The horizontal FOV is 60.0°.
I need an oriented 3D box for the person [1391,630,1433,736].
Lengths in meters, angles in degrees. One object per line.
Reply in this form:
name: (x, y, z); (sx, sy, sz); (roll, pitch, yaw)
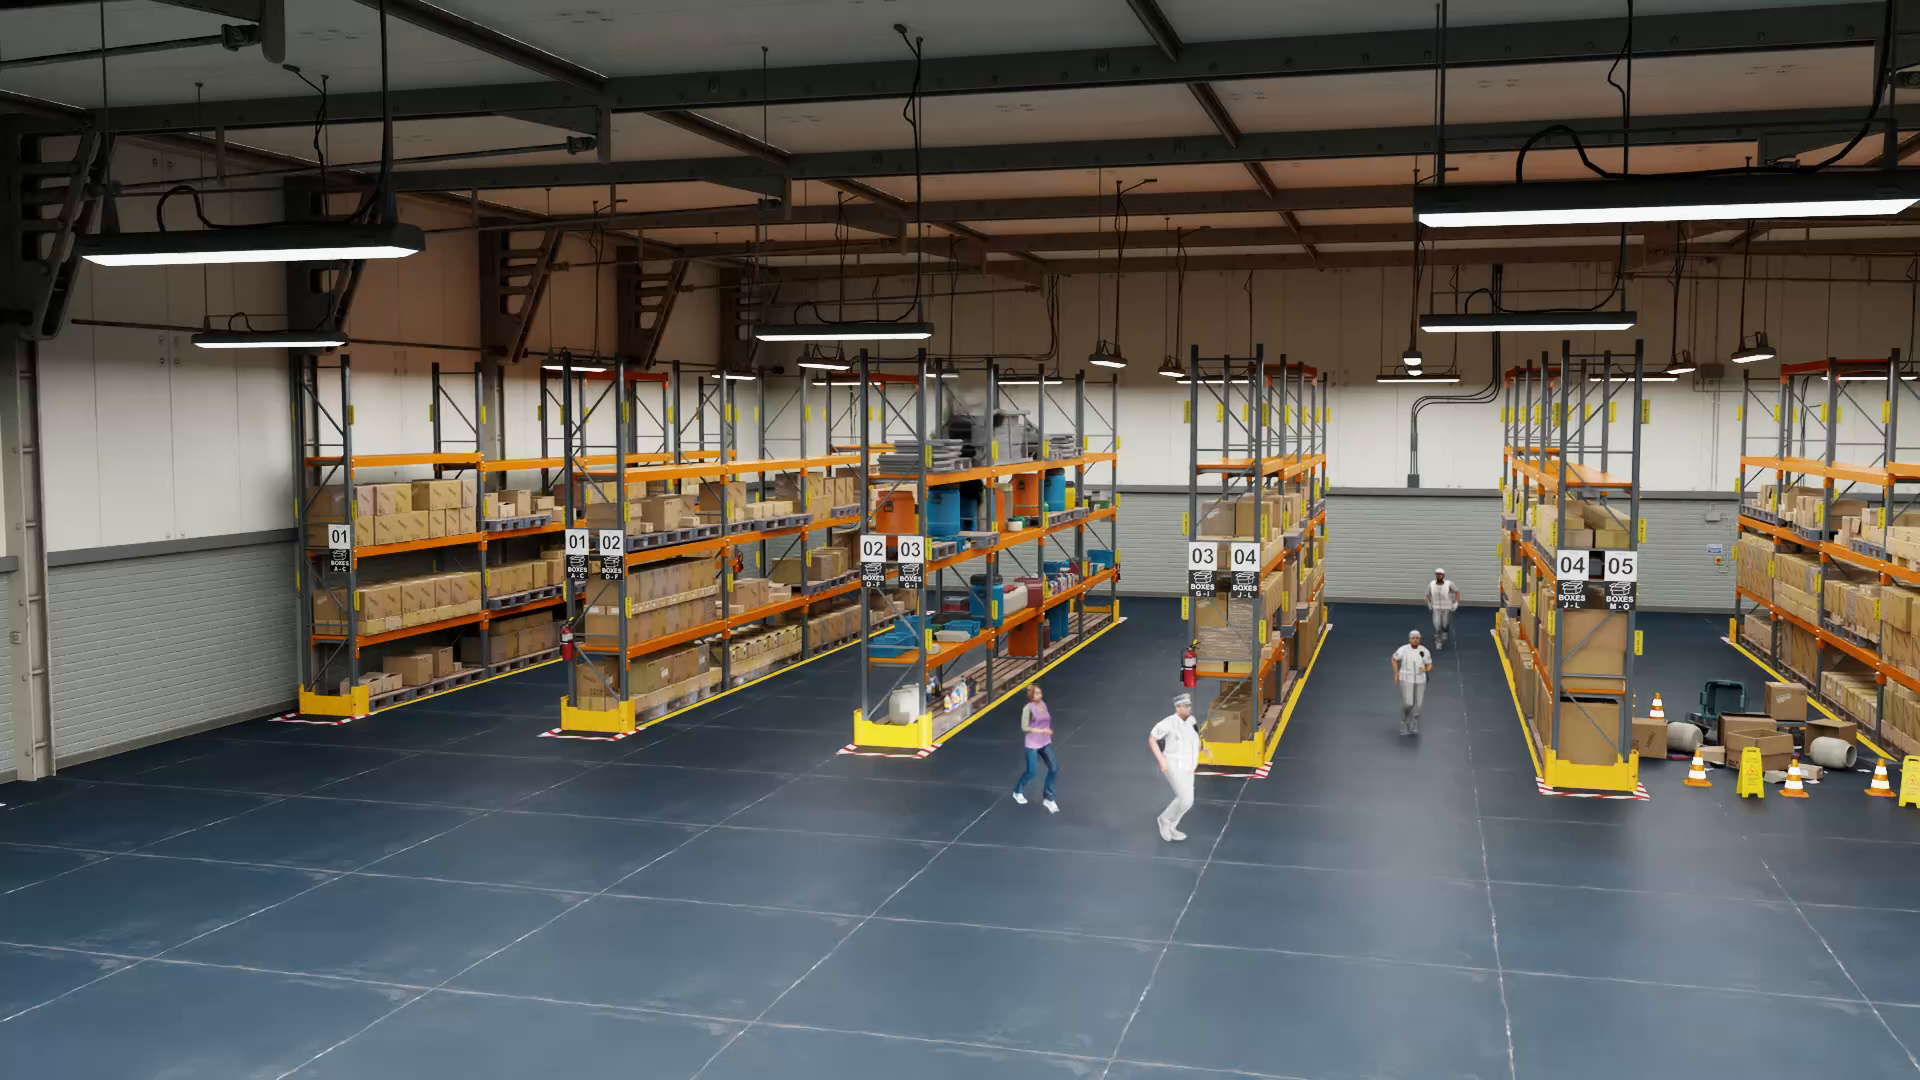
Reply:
person: (7.064, 2.235, 25.924); (0.587, 1.659, 0.655); (0, 4, 3)

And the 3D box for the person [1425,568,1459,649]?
person: (10.310, 1.473, 35.609); (0.703, 1.745, 0.669); (2, 5, 25)

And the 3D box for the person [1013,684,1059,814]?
person: (0.971, 2.635, 21.129); (0.541, 1.620, 0.733); (-3, 5, -38)

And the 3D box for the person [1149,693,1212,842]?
person: (2.628, 2.663, 19.521); (0.625, 1.756, 0.667); (4, 6, 45)
